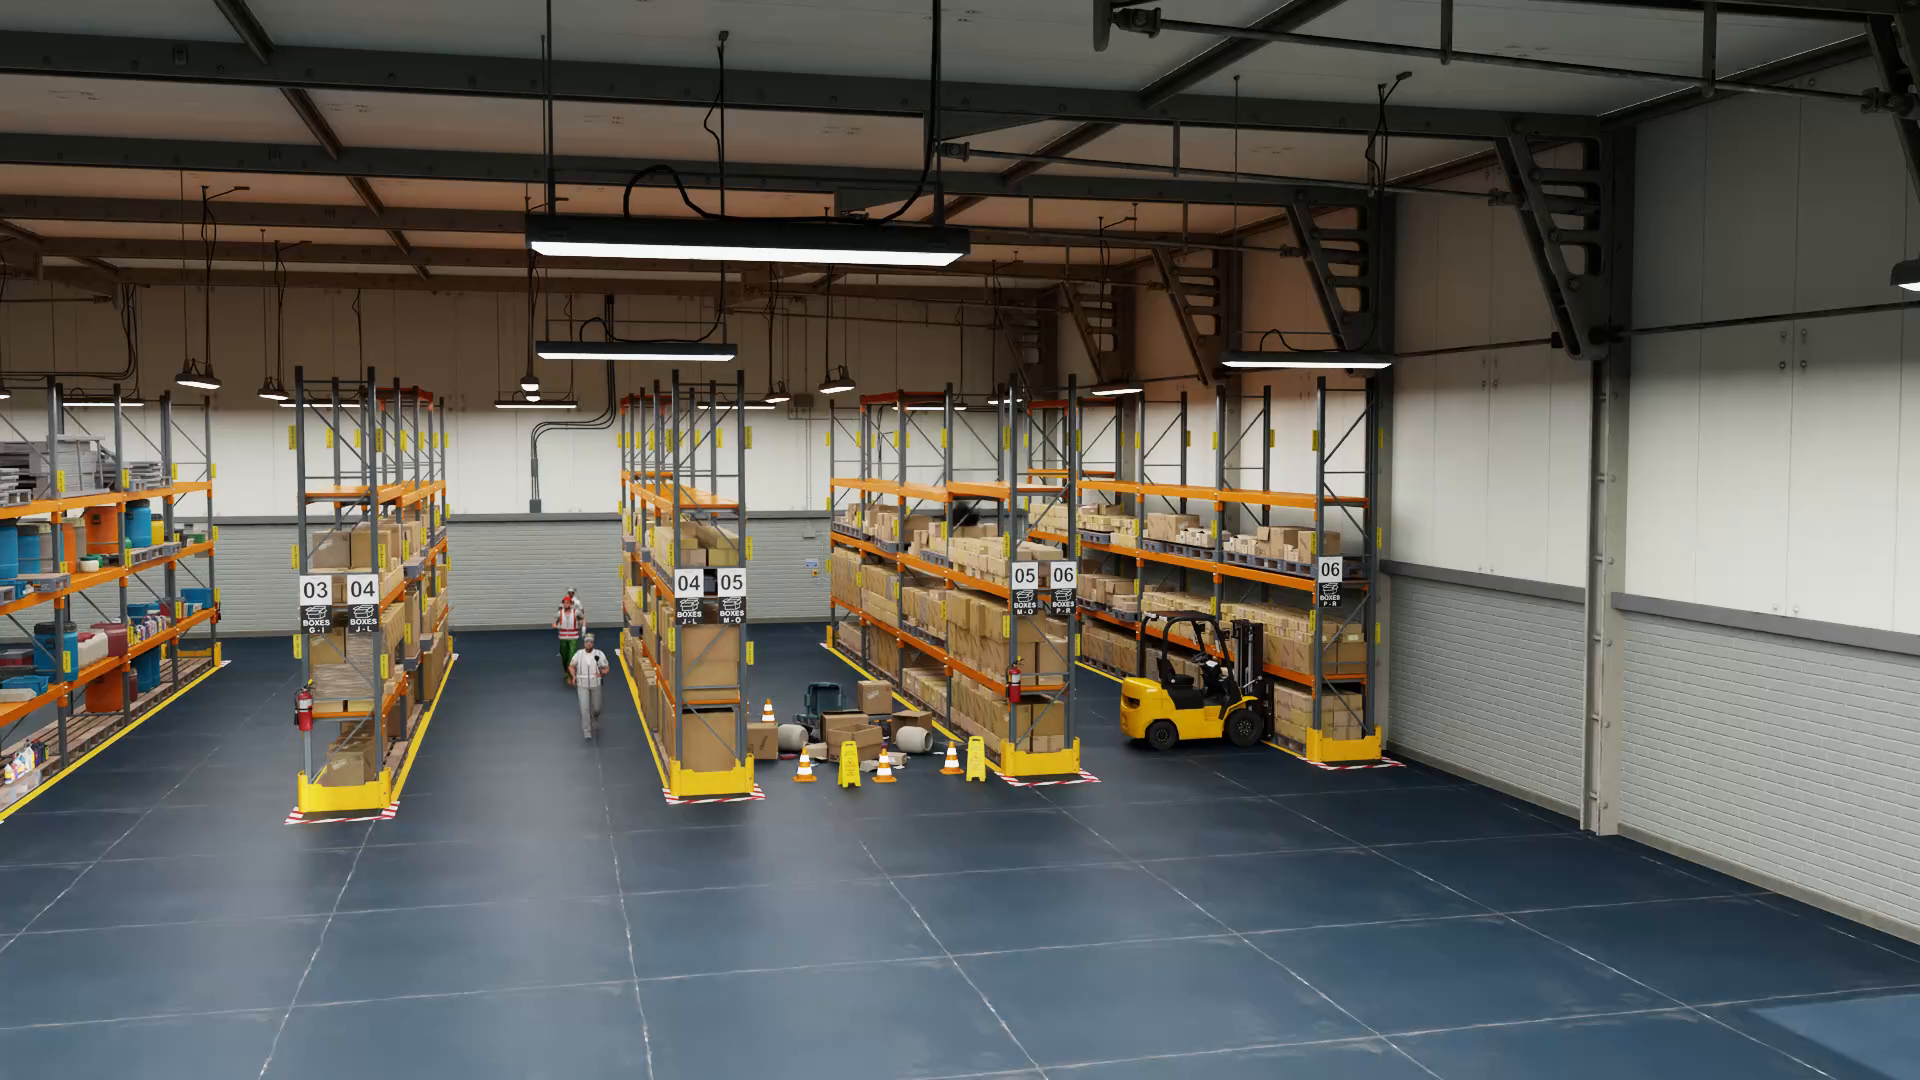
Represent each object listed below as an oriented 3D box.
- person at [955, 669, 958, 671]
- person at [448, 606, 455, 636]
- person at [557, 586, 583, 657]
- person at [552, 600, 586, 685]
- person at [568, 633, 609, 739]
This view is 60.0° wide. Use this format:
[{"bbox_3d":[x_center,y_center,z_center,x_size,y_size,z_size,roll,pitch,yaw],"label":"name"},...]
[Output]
[{"bbox_3d":[-0.064,2.022,35.669,0.624,1.746,0.721,-1,4,-24],"label":"person"},{"bbox_3d":[-12.280,1.792,39.320,0.675,1.525,0.614,0,3,5],"label":"person"},{"bbox_3d":[-9.071,1.882,38.642,0.680,1.637,0.603,1,3,9],"label":"person"},{"bbox_3d":[-8.066,2.062,34.275,0.675,1.709,1.051,0,3,-6],"label":"person"},{"bbox_3d":[-6.287,2.447,28.183,0.675,1.741,0.821,-1,4,-13],"label":"person"}]
